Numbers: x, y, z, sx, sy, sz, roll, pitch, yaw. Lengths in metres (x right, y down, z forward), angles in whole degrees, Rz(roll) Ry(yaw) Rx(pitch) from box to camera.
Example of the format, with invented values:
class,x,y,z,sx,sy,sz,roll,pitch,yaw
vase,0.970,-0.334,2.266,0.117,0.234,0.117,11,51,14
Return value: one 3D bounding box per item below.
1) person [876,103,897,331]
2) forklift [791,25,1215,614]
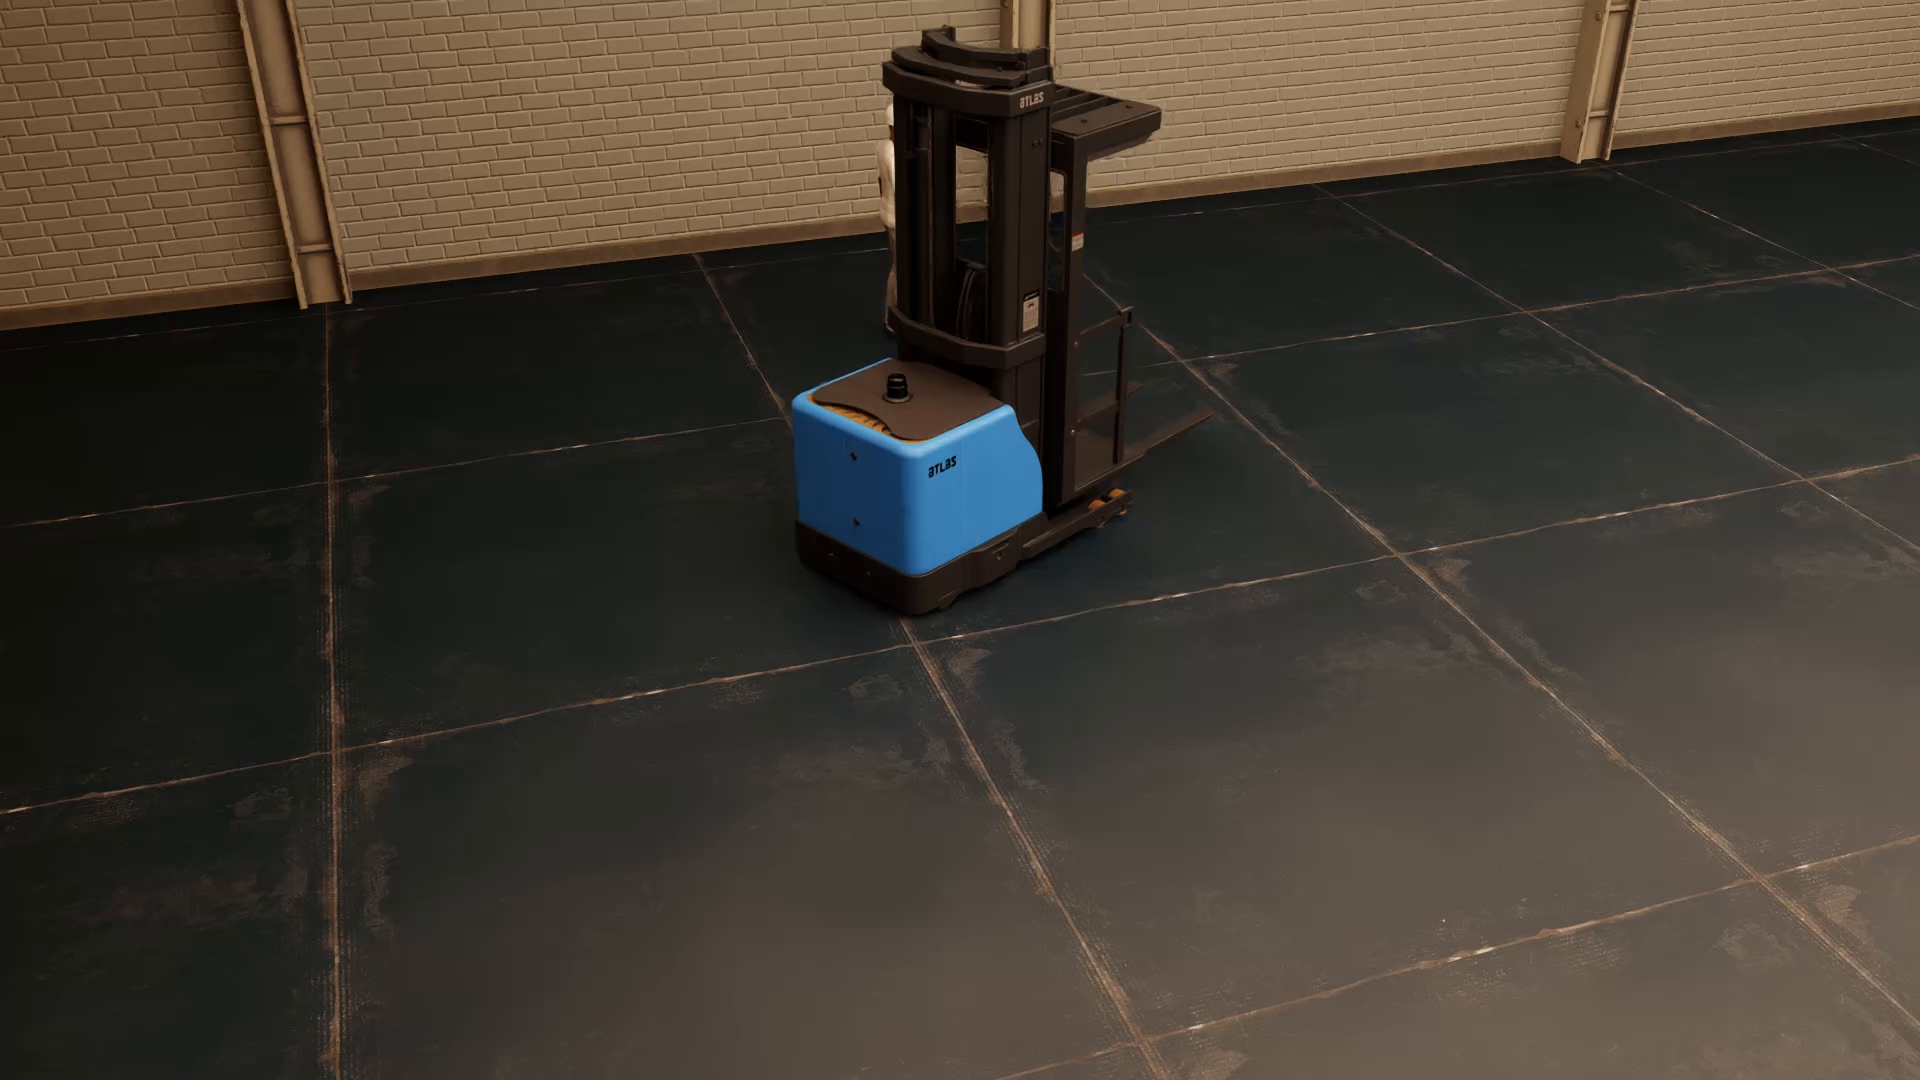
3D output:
class,x,y,z,sx,sy,sz,roll,pitch,yaw
person,-0.398,-2.369,12.374,0.387,1.771,0.614,-9,31,-15
forklift,0.419,-1.505,9.703,1.130,2.935,3.031,25,38,37
